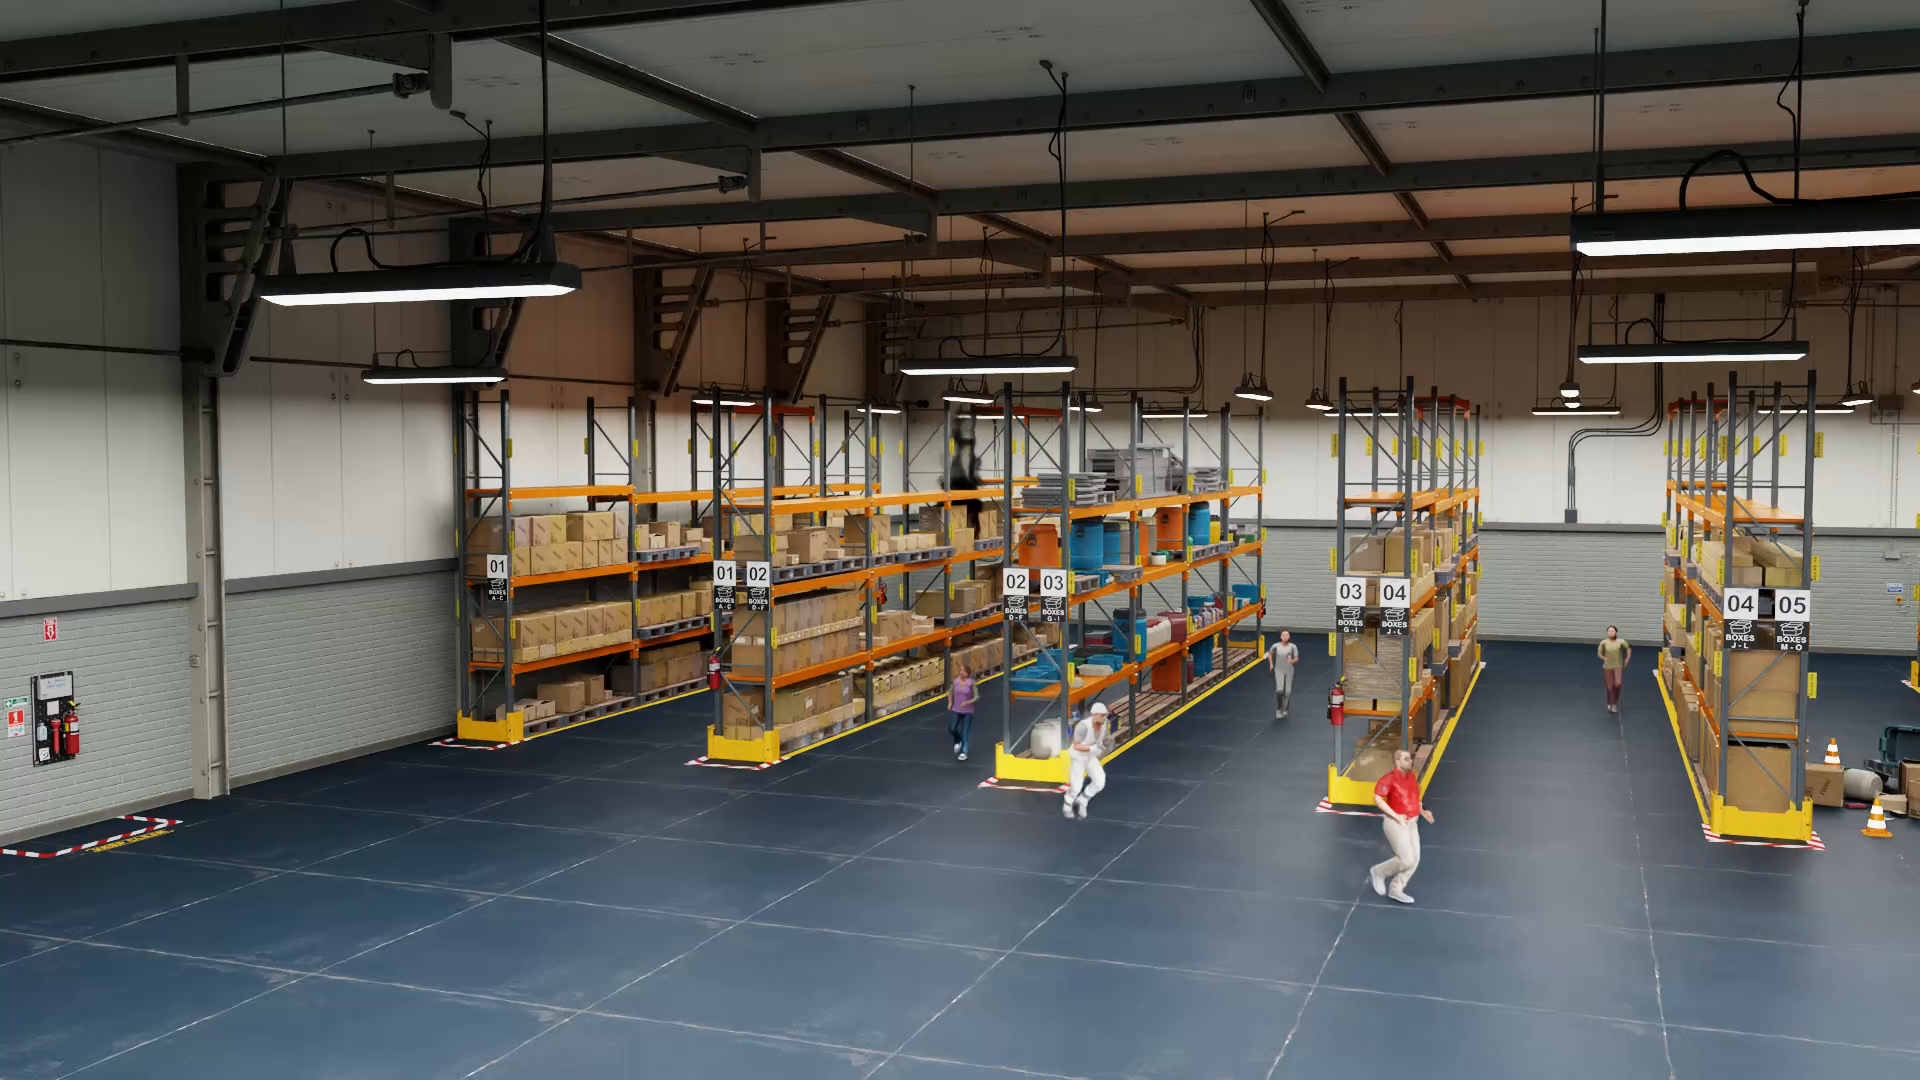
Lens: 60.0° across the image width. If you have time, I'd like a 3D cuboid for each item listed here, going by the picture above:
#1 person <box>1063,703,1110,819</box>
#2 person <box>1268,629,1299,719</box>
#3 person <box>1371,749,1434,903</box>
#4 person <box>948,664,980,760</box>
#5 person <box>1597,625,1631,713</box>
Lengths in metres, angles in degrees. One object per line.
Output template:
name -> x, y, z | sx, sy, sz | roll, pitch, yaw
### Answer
person -> 1.727, 2.950, 22.259 | 0.696, 1.621, 0.940 | -2, 4, -36
person -> 5.986, 2.481, 30.747 | 0.537, 1.638, 0.670 | 0, 3, 5
person -> 4.871, 3.151, 18.348 | 0.644, 1.673, 0.595 | -3, 4, -42
person -> 0.030, 2.762, 26.640 | 0.571, 1.546, 0.500 | 1, 3, 15
person -> 12.393, 2.448, 31.538 | 0.585, 1.649, 0.657 | 1, 3, 25
